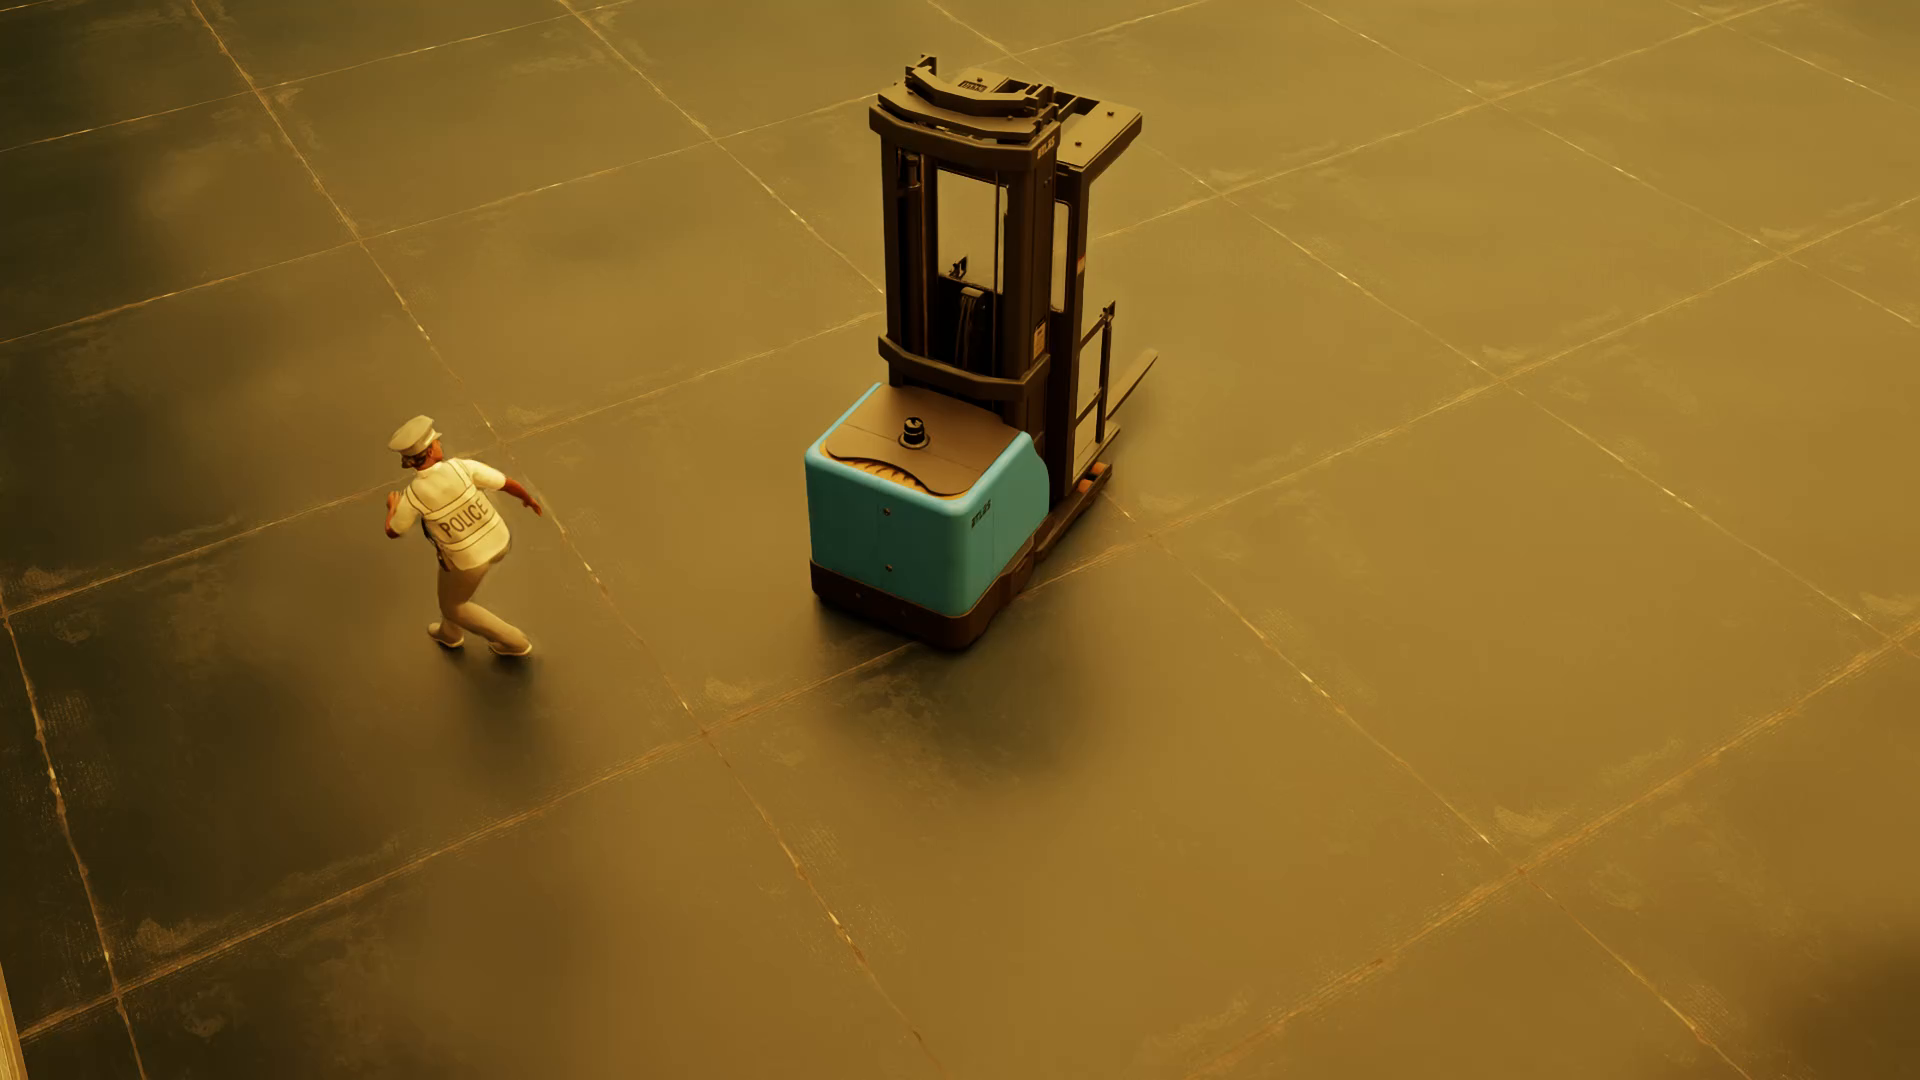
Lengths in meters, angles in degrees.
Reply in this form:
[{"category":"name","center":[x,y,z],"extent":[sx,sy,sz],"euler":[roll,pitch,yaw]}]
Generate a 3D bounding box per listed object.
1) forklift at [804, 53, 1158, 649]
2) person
[{"category":"forklift","center":[0.301,-1.453,9.534],"extent":[1.130,2.935,3.031],"euler":[20,45,22]},{"category":"person","center":[-2.696,-0.056,9.008],"extent":[0.808,1.561,0.757],"euler":[25,47,26]}]
